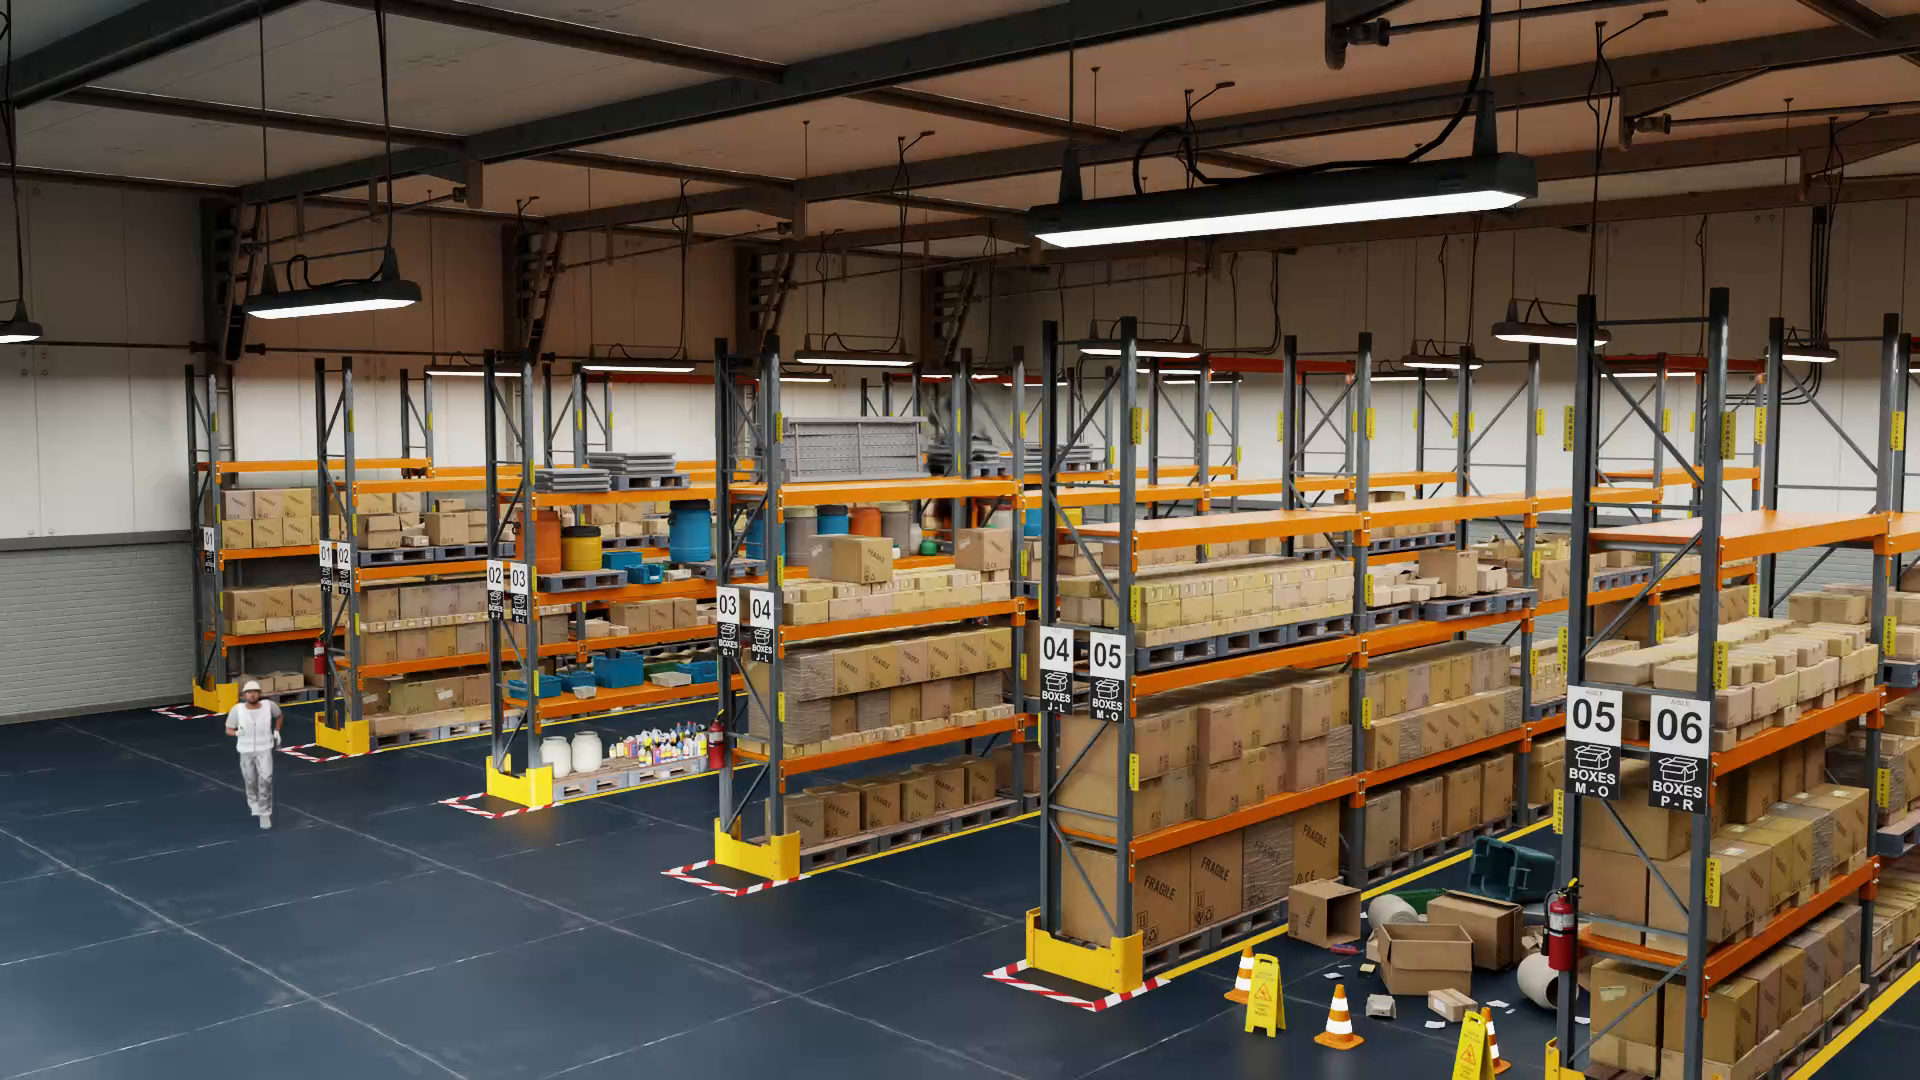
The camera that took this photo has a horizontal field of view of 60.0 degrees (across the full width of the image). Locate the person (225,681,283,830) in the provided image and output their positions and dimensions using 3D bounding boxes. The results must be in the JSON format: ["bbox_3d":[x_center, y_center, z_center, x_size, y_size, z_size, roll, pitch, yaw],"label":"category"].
[{"bbox_3d":[-8.850,2.678,20.870,0.660,1.847,0.795,-2,5,-20],"label":"person"}]
